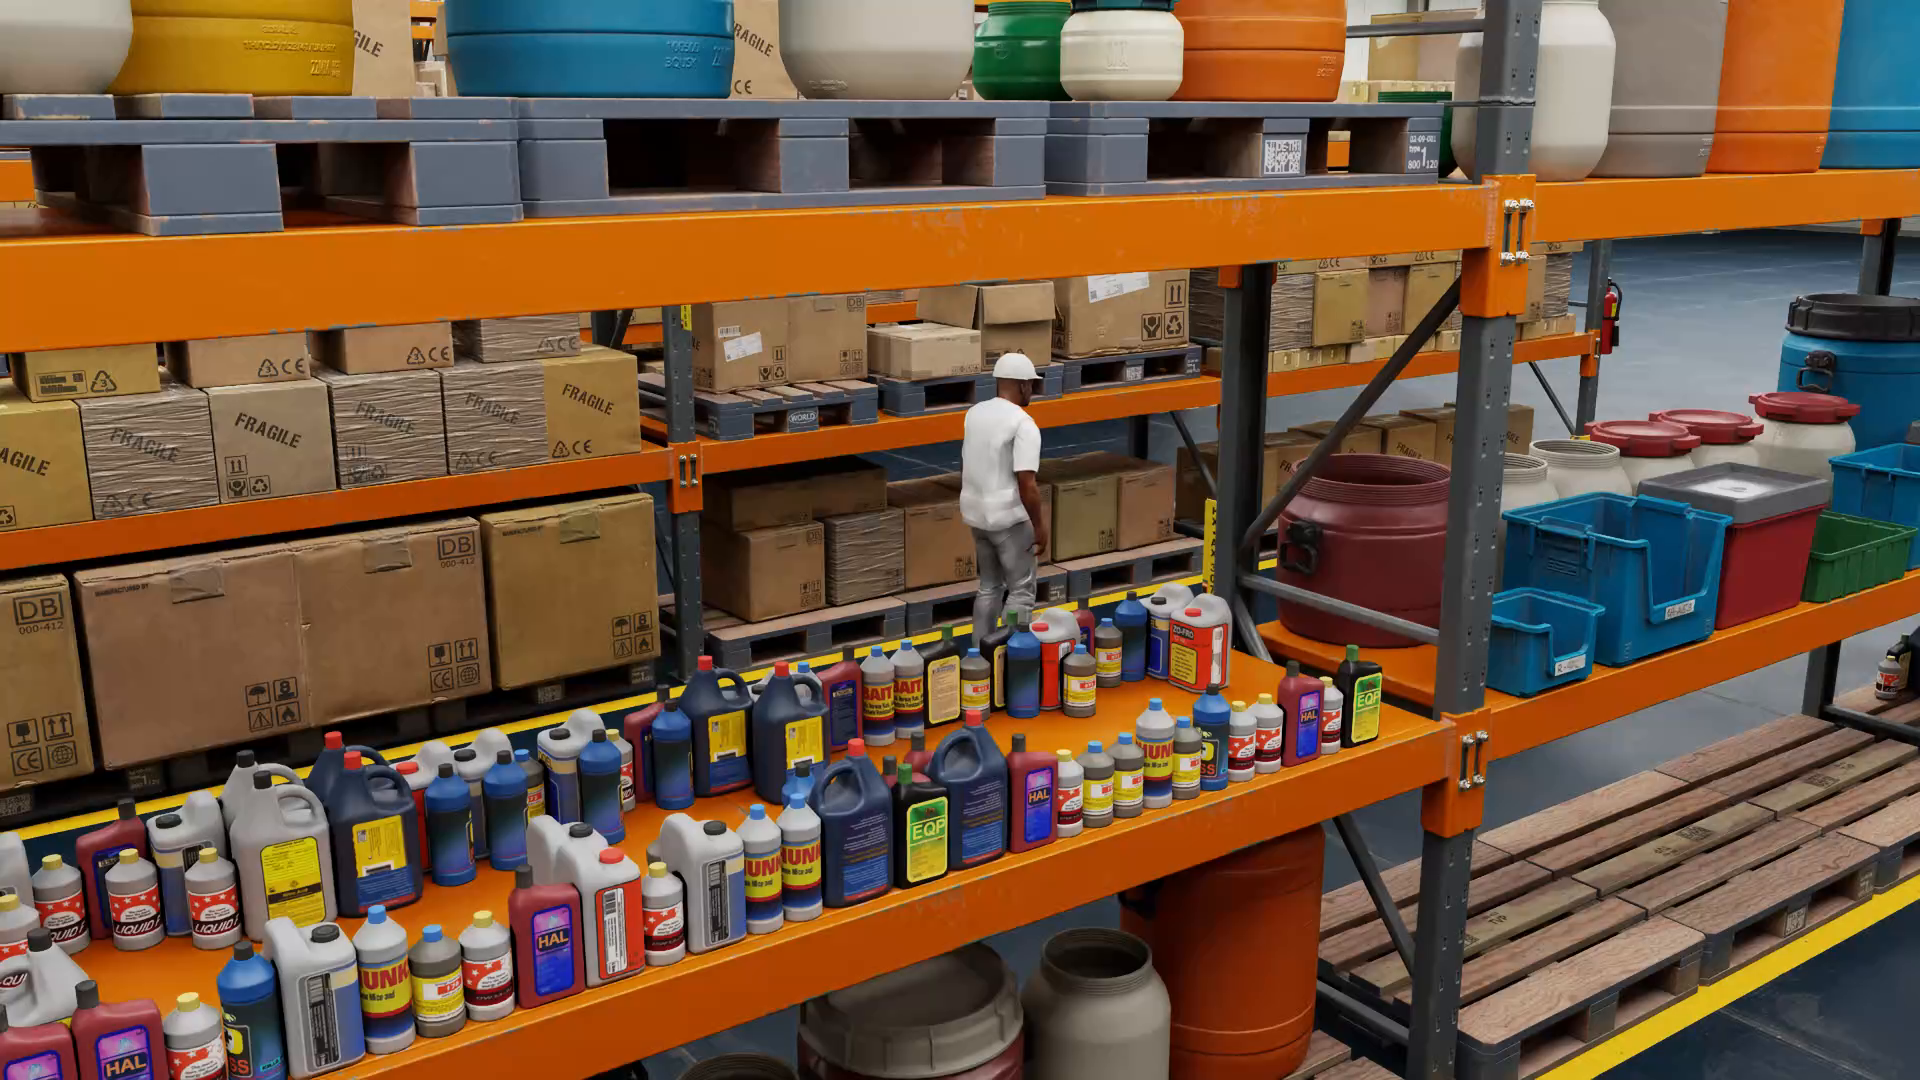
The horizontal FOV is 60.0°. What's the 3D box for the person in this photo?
[{"bbox_3d":[0.251,-0.123,8.952,0.461,1.760,0.626,-10,18,-35],"label":"person"}]
